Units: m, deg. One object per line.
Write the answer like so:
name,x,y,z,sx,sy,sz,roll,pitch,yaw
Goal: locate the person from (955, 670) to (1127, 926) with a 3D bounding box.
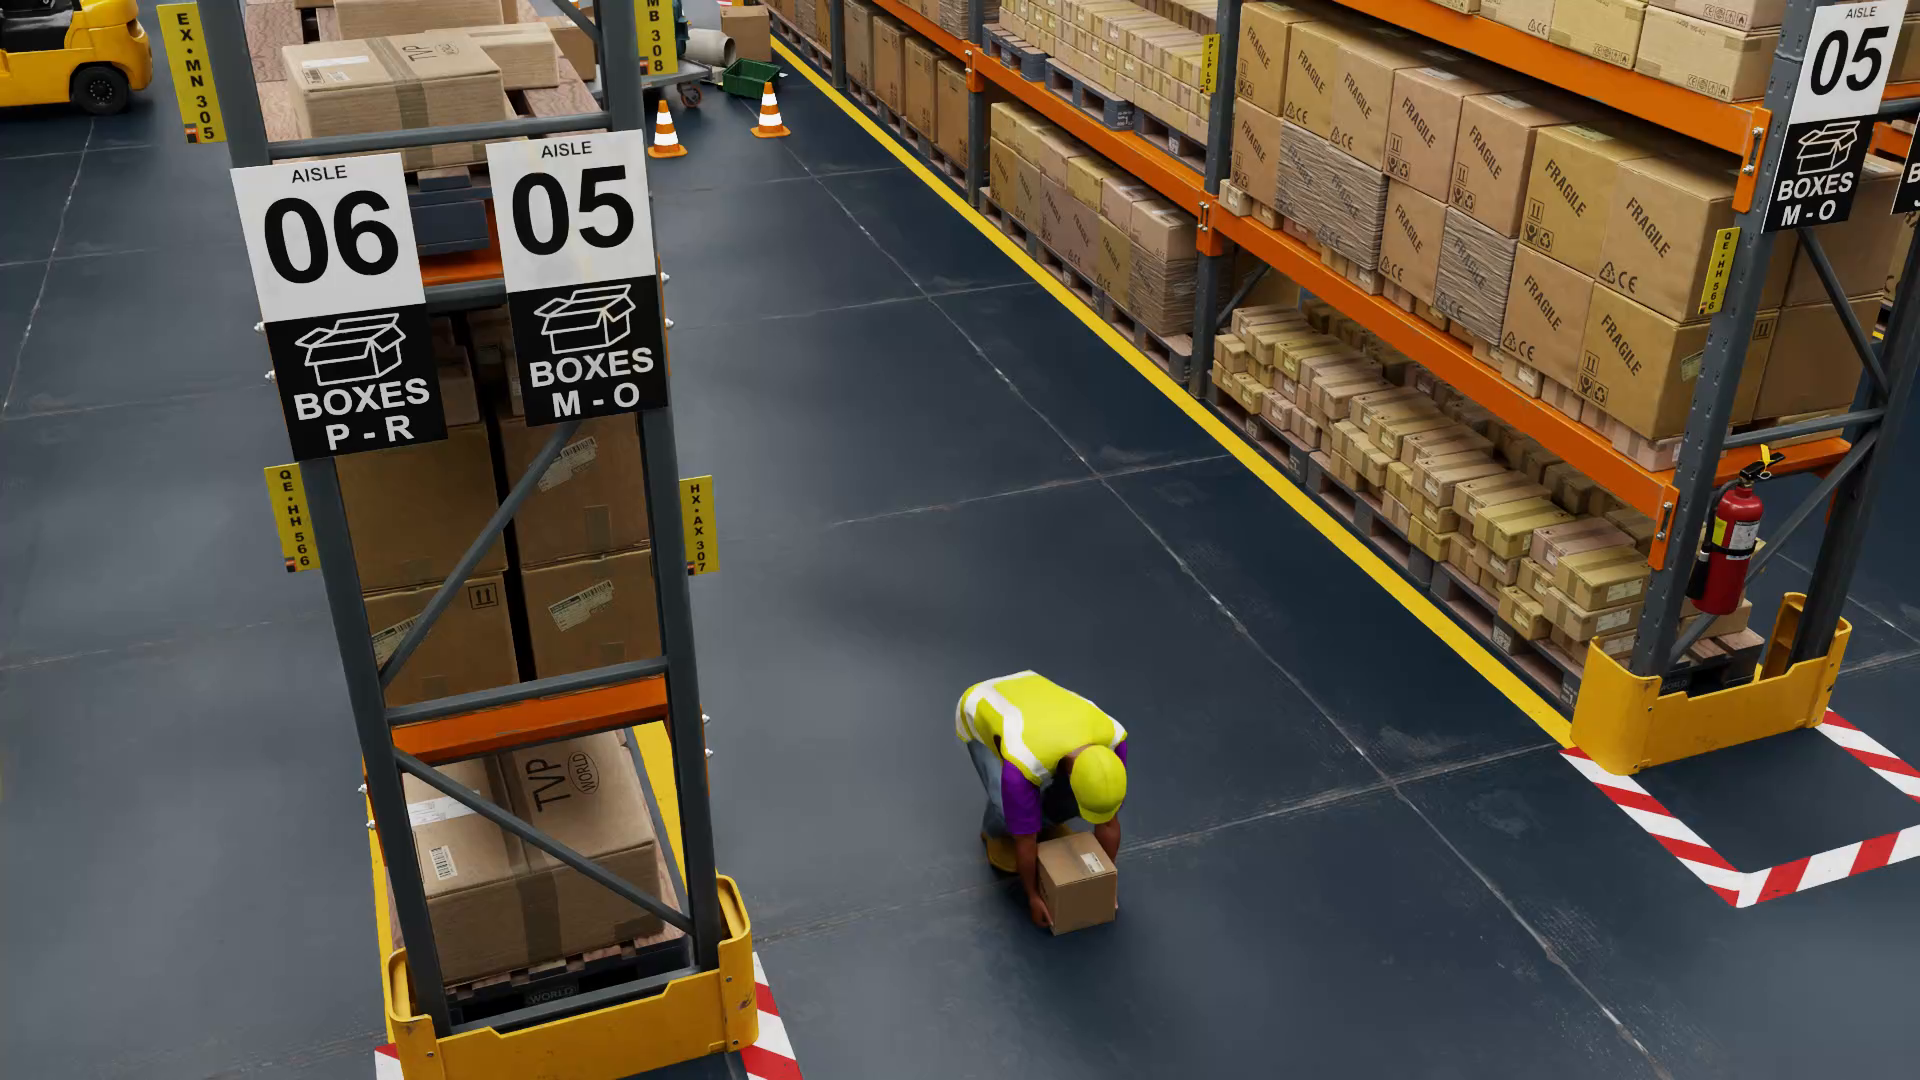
person,0.351,0.949,6.442,0.527,0.811,0.960,-11,32,-19
